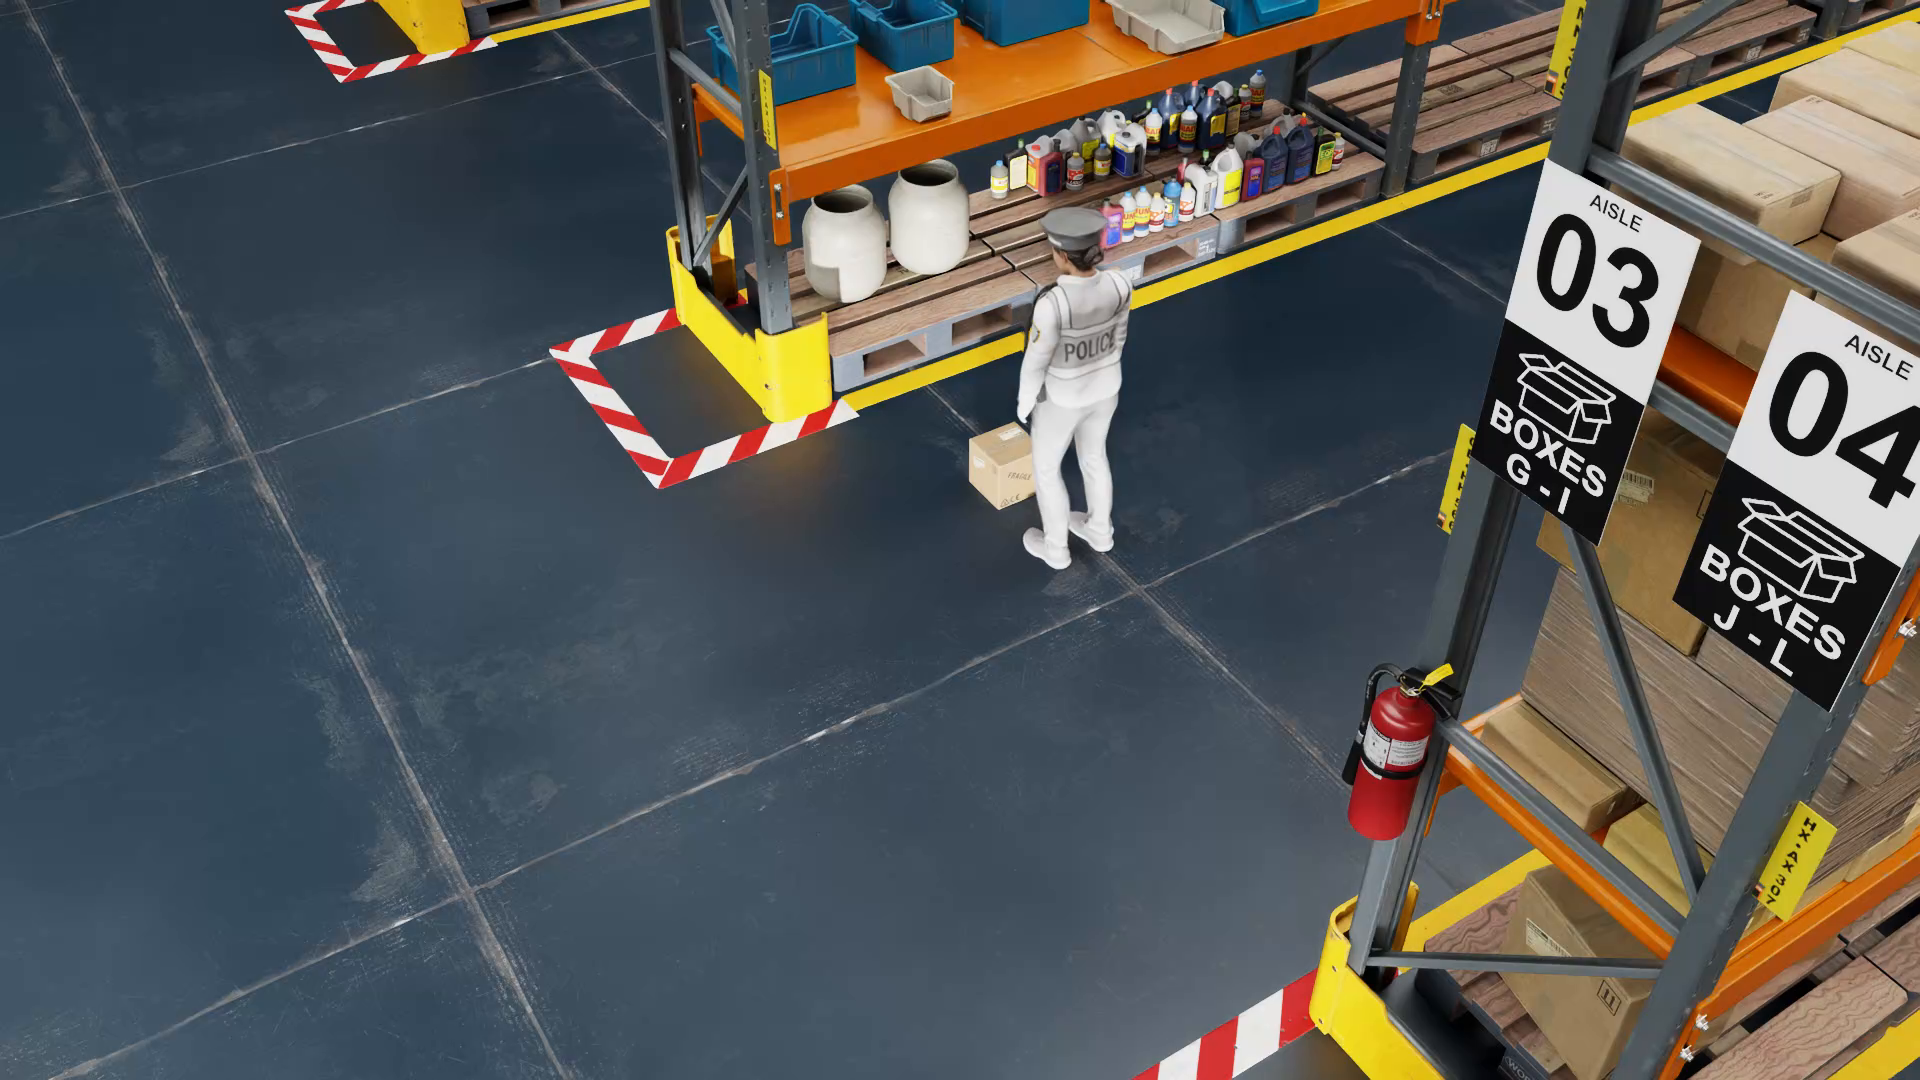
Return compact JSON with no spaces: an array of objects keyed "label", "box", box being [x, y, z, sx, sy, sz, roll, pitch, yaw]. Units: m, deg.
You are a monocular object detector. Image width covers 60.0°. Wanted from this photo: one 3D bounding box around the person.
[{"label":"person","box":[0.455,-0.589,6.853,0.475,1.650,0.321,-22,46,-23]}]
